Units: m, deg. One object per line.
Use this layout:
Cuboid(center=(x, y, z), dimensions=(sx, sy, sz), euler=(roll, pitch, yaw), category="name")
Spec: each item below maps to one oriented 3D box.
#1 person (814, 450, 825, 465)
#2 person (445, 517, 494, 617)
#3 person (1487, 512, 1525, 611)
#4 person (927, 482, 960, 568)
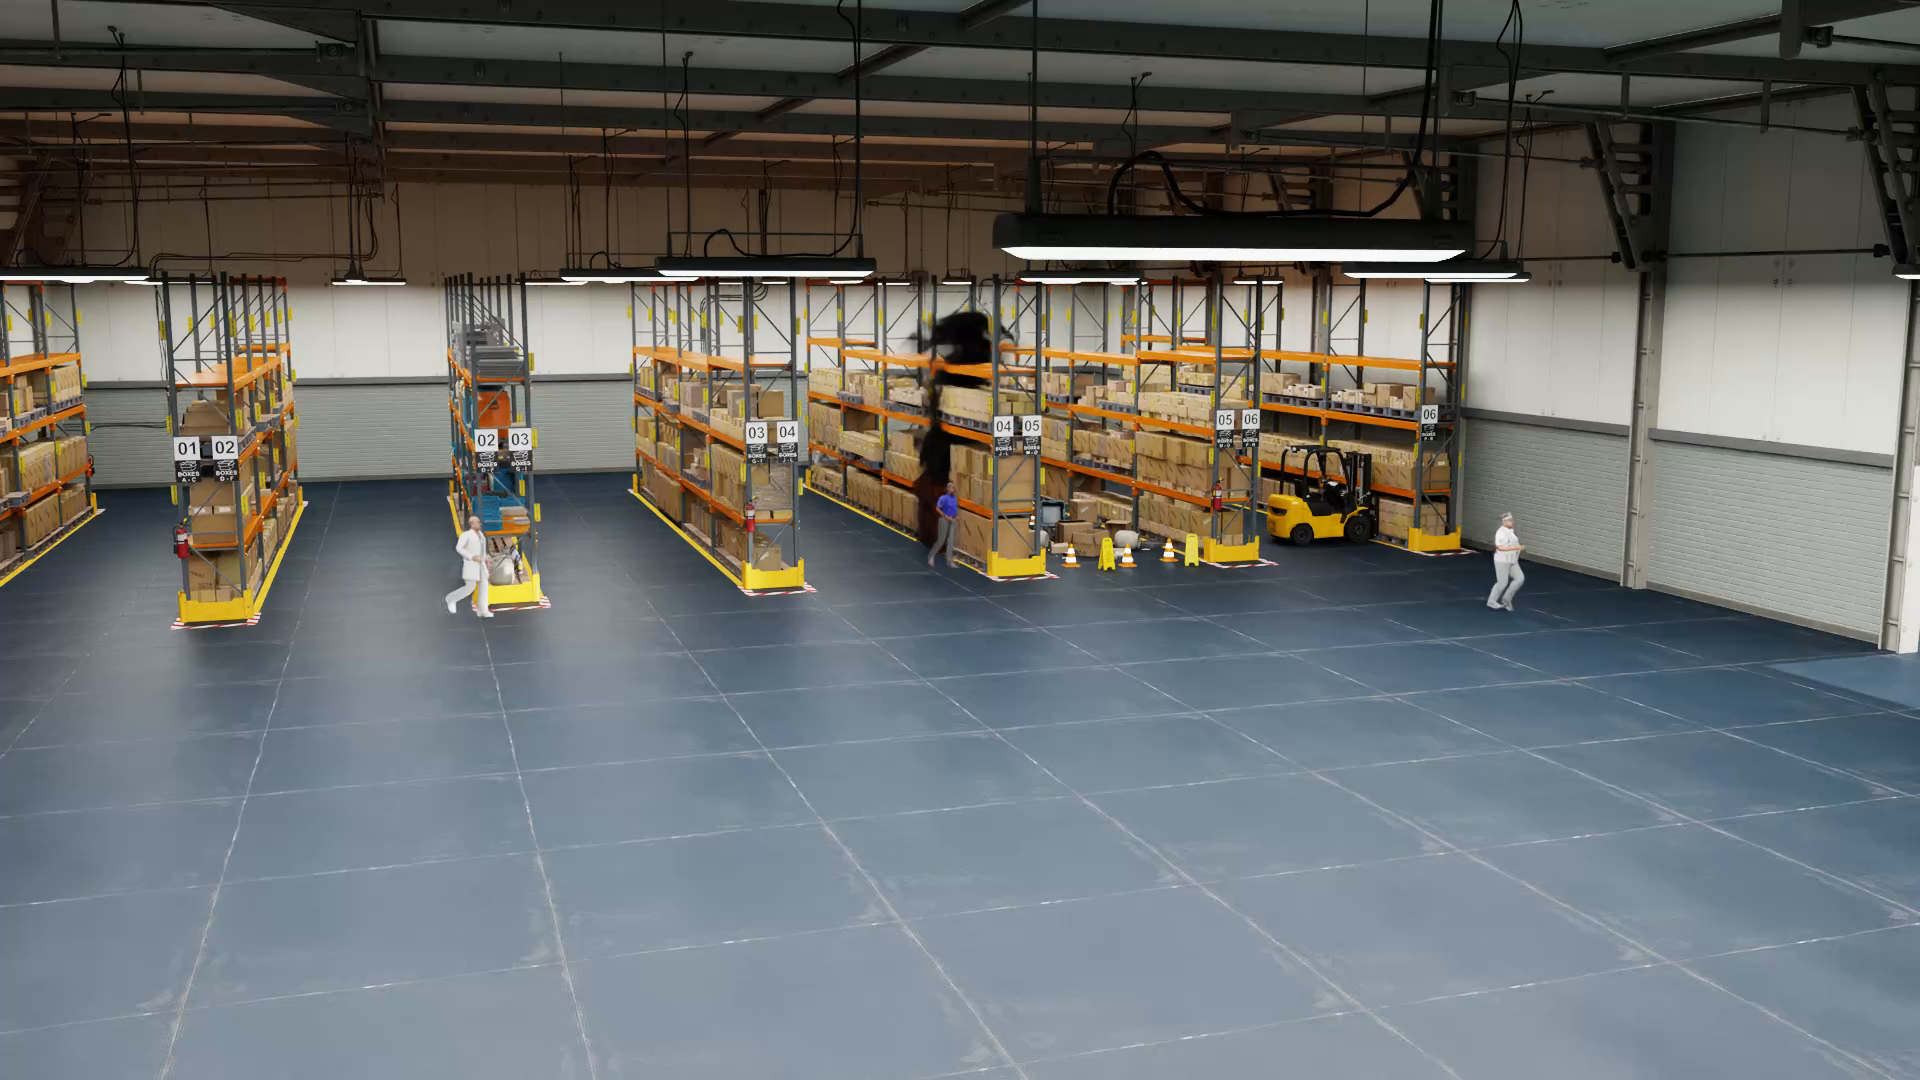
Cuboid(center=(-4.206, -2.642, 49.787), dimensions=(0.569, 1.721, 0.674), euler=(-6, 10, -33), category="person")
Cuboid(center=(-8.525, 0.457, 29.270), dimensions=(0.985, 1.728, 0.774), euler=(3, 9, 22), category="person")
Cuboid(center=(9.780, 0.407, 29.644), dimensions=(0.642, 1.816, 0.689), euler=(-8, 12, -44), category="person")
Cuboid(center=(-0.231, -0.304, 32.842), dimensions=(0.742, 1.684, 0.628), euler=(7, 11, 41), category="person")
